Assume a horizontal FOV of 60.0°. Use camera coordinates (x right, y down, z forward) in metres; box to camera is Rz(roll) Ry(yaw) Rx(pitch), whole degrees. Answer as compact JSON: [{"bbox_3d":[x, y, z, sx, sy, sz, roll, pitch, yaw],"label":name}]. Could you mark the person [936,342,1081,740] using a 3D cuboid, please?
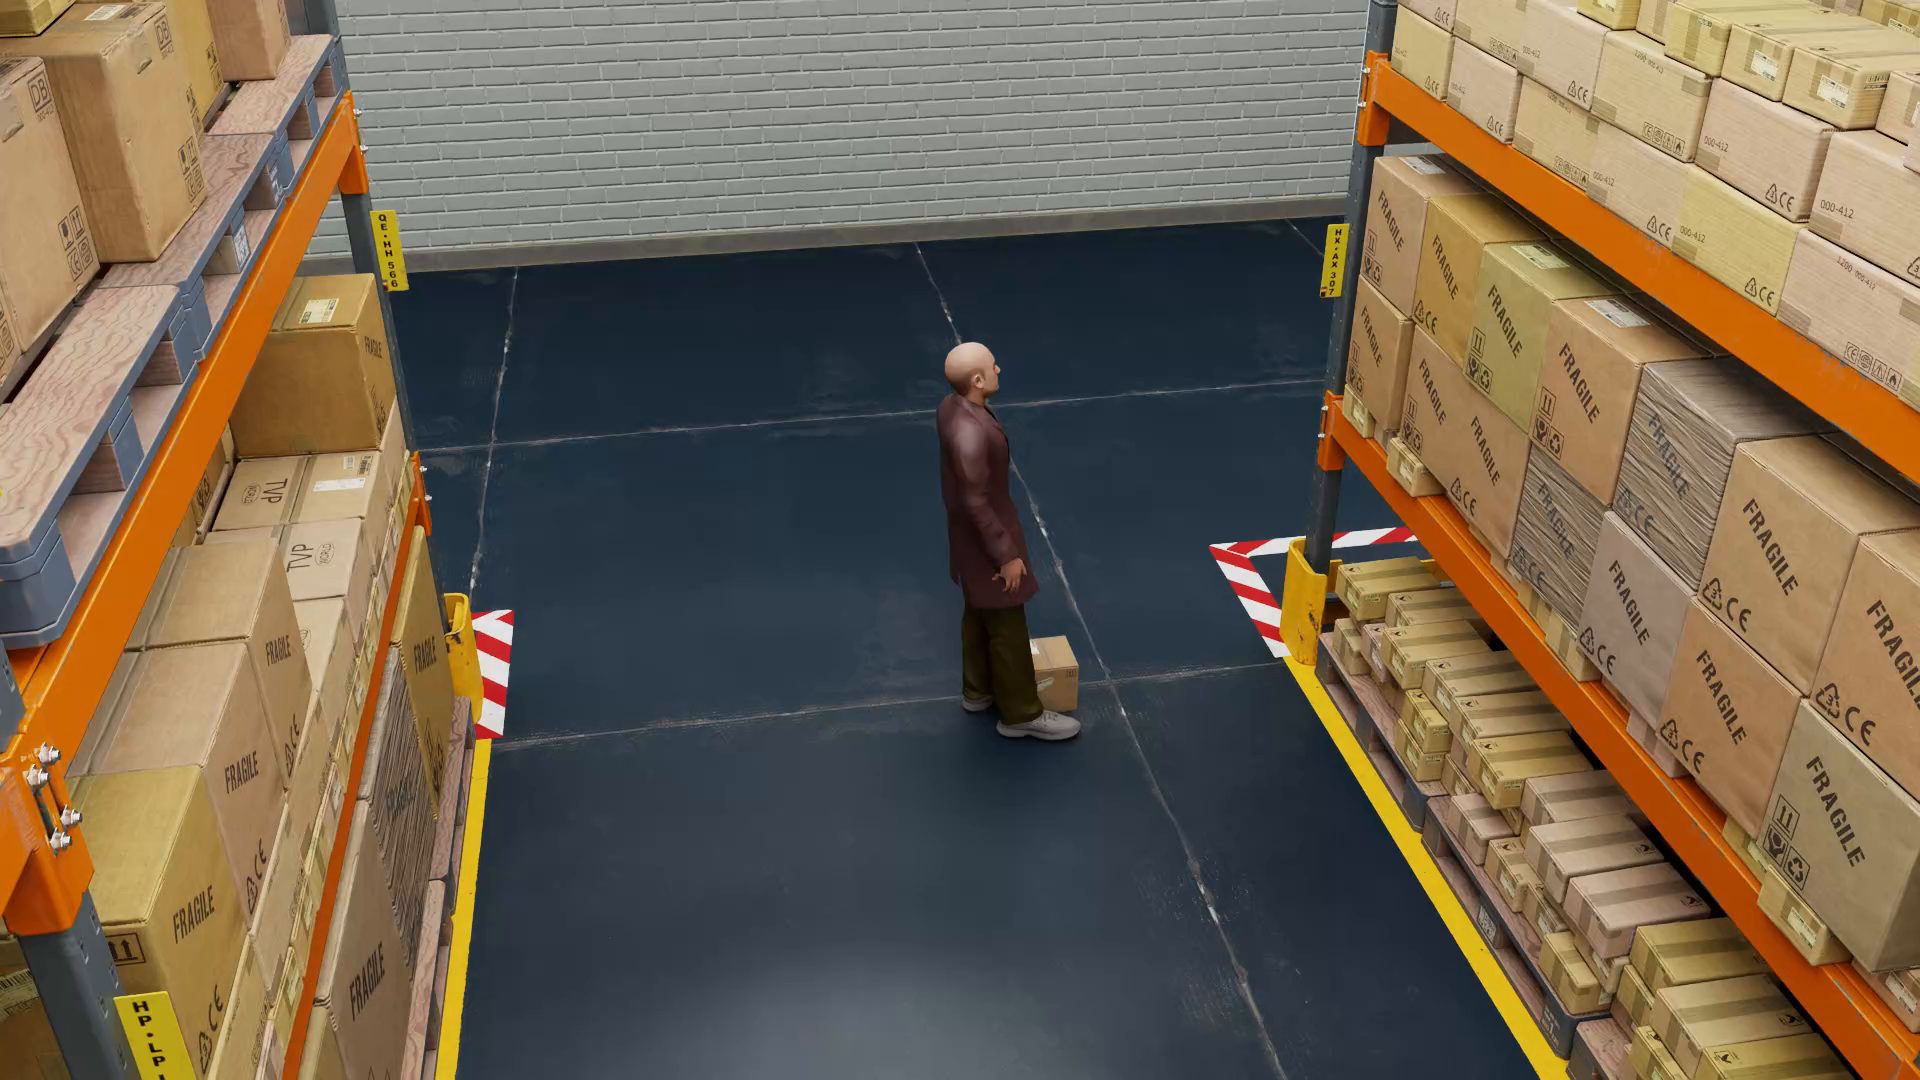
[{"bbox_3d":[0.203,-0.017,7.157,0.580,1.777,0.698,-5,31,-9],"label":"person"}]
